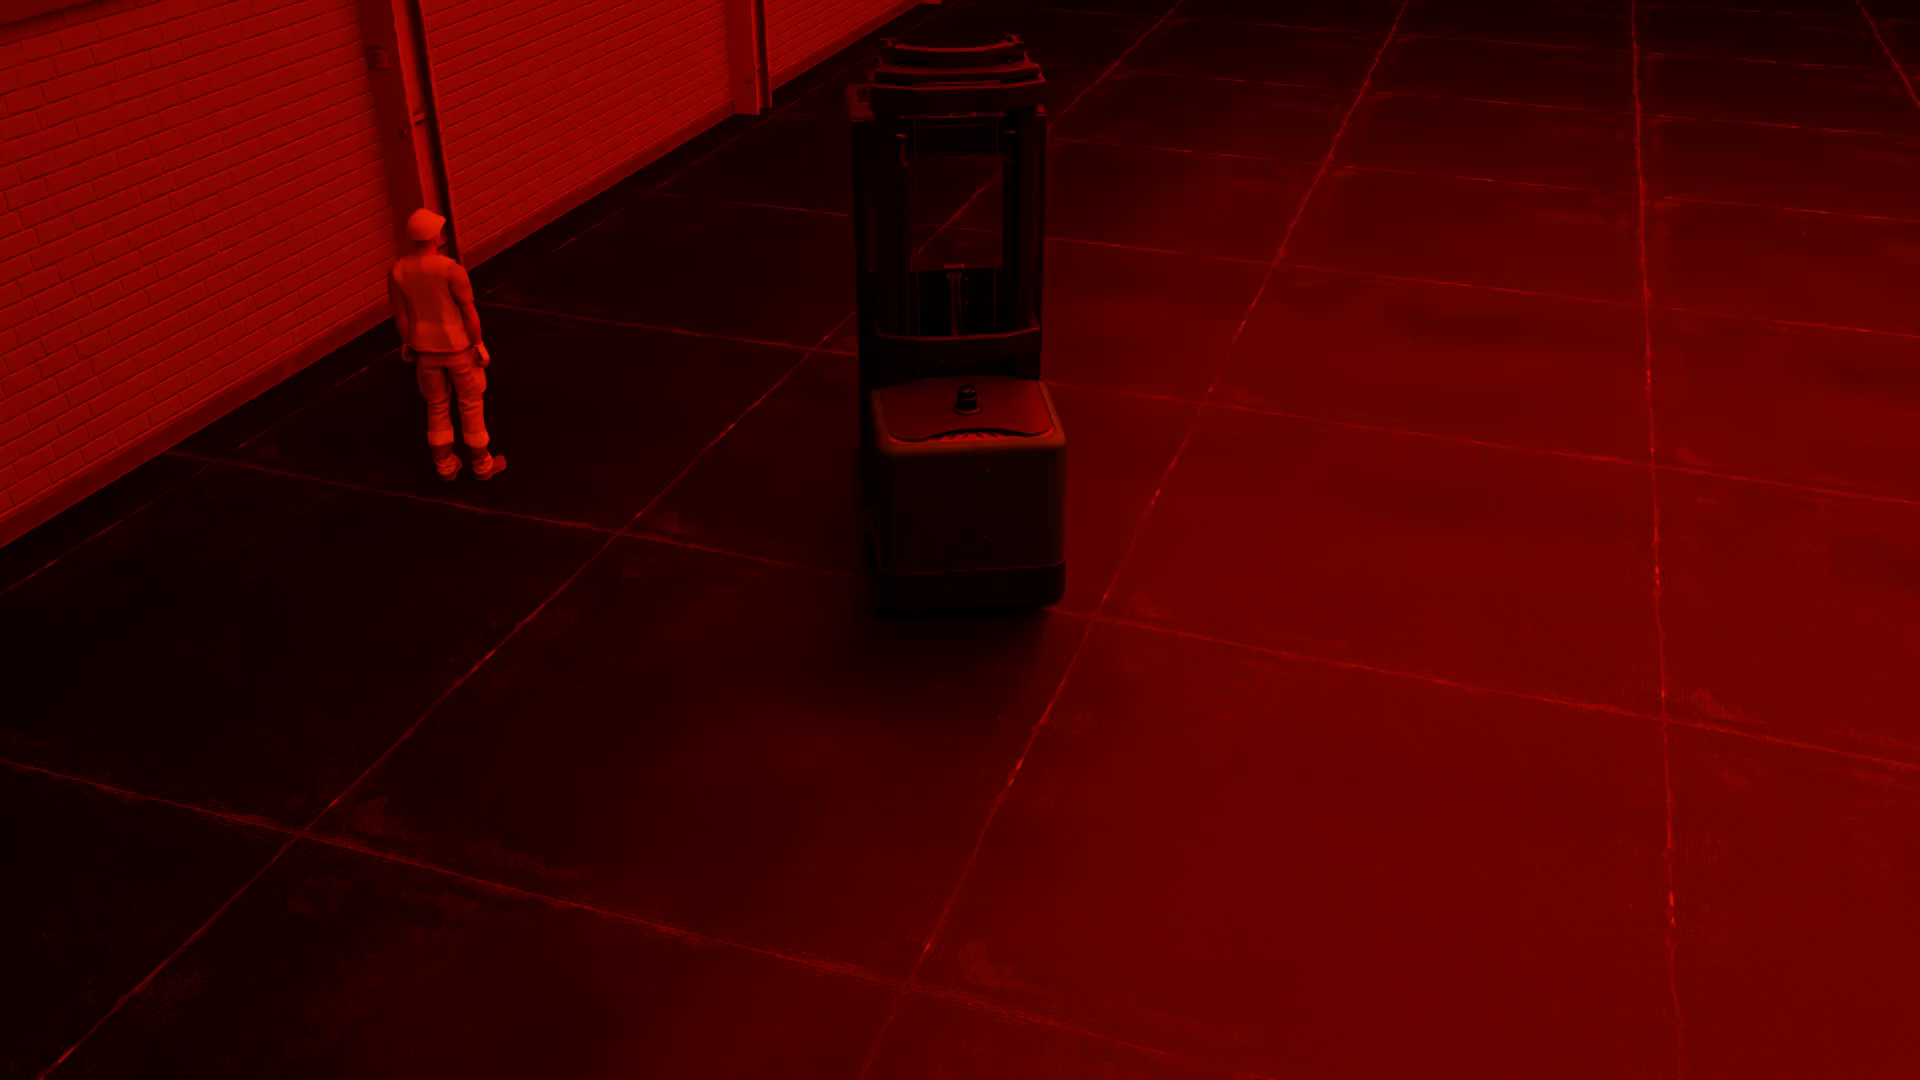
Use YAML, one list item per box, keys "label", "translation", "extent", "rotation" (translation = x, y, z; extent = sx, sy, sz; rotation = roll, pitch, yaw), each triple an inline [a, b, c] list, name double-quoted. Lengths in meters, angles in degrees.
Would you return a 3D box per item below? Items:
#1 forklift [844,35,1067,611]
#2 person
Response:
- label: "forklift"
  translation: [-0.092, -1.582, 9.912]
  extent: [1.130, 2.935, 3.031]
  rotation: [-3, 30, -6]
- label: "person"
  translation: [-3.220, -1.211, 10.413]
  extent: [0.559, 1.795, 0.354]
  rotation: [3, 30, 5]
